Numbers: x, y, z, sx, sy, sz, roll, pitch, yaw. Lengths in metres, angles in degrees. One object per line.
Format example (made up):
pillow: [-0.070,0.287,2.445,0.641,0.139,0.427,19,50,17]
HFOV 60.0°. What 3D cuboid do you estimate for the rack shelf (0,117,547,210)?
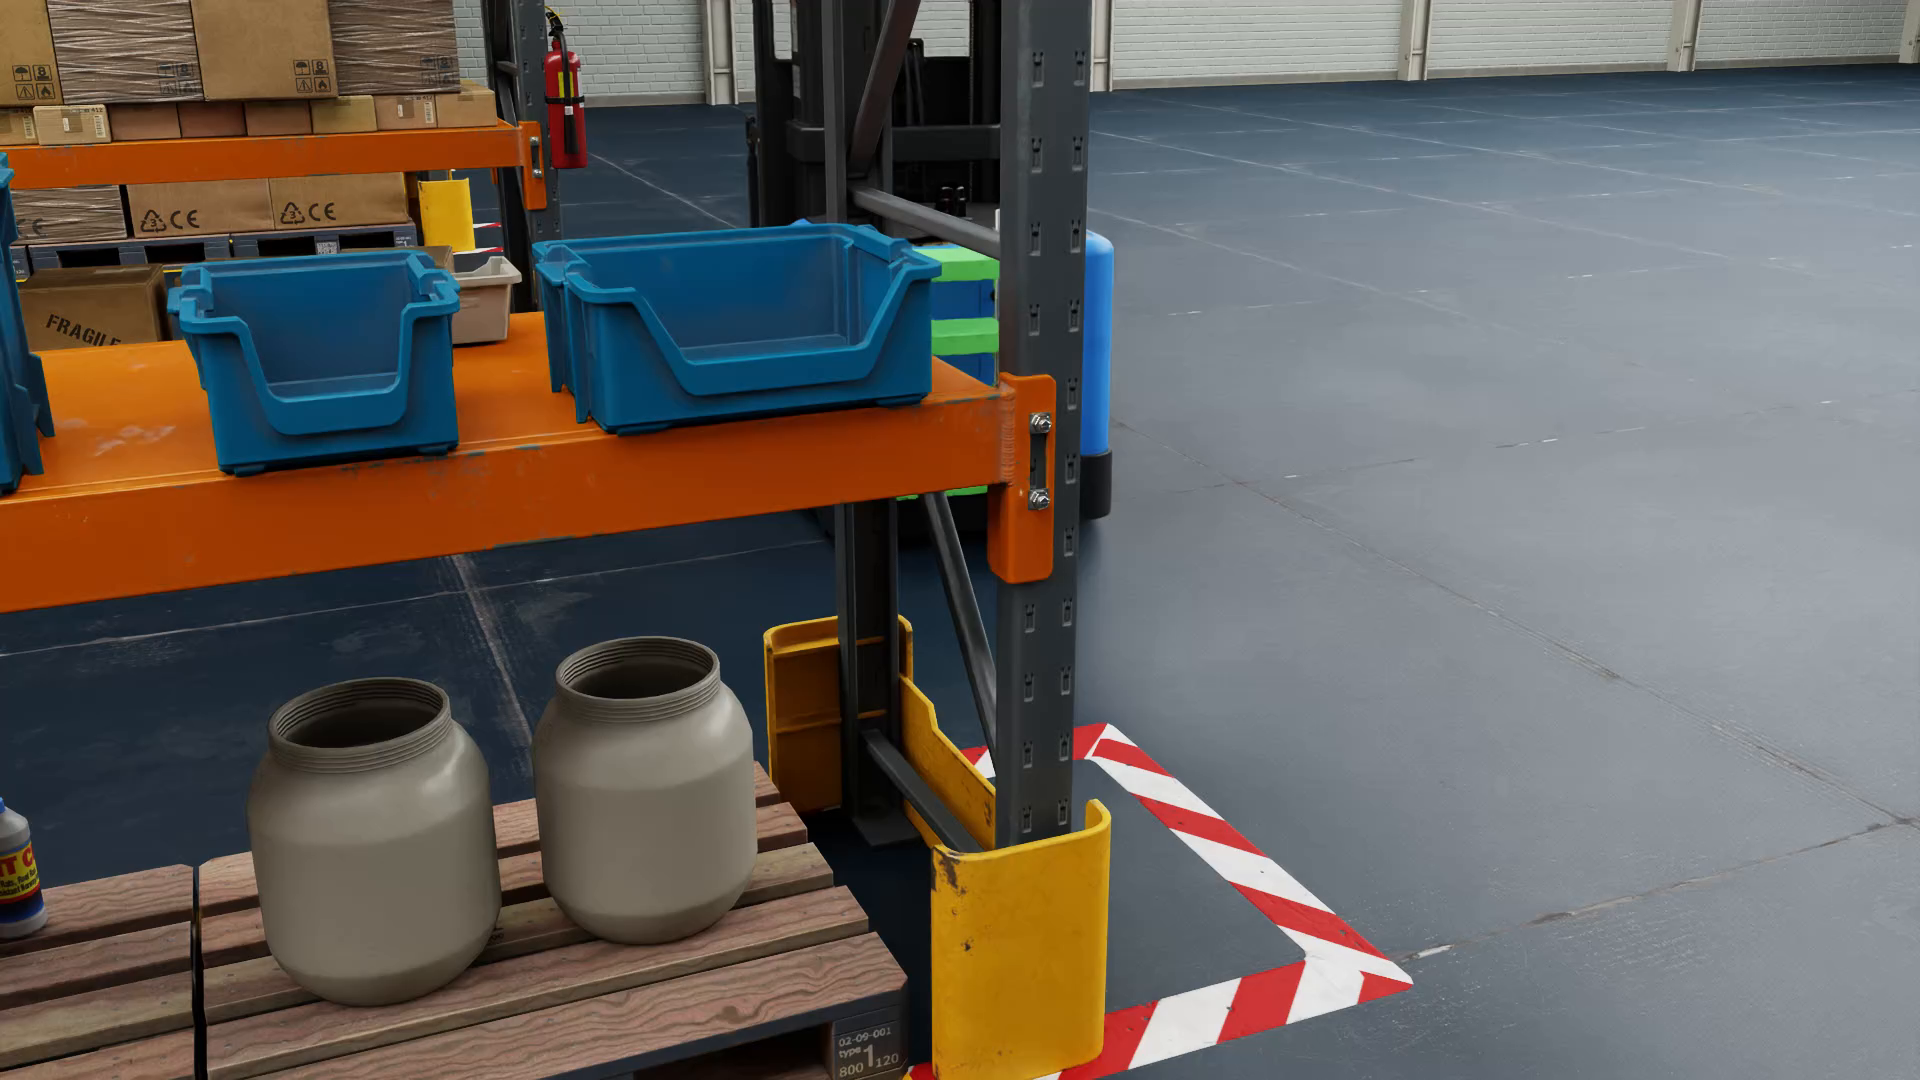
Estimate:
rack shelf: [-3.837,-1.510,6.877,4.000,0.370,1.077,-8,21,-22]

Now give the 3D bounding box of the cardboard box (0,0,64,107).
cardboard box: [-3.868,-2.019,6.640,0.500,0.500,0.875,-8,21,-22]

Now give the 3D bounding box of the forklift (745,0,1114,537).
forklift: [-0.331,-1.836,6.824,1.130,2.935,3.031,-5,20,-14]

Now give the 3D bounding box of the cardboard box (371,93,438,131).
cardboard box: [-2.411,-1.861,7.168,0.250,0.149,0.380,-8,21,-22]

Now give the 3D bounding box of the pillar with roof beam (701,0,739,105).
pillar with roof beam: [-1.678,-9.137,18.423,0.400,9.000,9.100,-8,21,-22]

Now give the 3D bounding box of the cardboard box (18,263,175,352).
cardboard box: [-3.699,-0.889,7.161,0.500,0.500,0.500,-6,20,-17]

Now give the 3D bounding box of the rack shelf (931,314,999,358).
rack shelf: [-0.079,-0.636,5.489,0.480,0.148,0.258,-5,20,-14]

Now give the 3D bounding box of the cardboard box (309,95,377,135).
cardboard box: [-2.620,-1.812,7.030,0.250,0.149,0.380,-8,21,-22]

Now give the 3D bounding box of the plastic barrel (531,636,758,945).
plastic barrel: [-0.613,0.483,3.246,0.421,0.512,0.421,0,19,0]

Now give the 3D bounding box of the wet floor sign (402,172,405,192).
wet floor sign: [-4.631,-3.135,13.955,0.232,0.644,0.267,-12,23,-31]

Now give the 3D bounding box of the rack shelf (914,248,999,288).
rack shelf: [-0.079,-0.862,5.409,0.480,0.148,0.258,-5,20,-14]

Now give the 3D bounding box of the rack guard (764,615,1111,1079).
rack guard: [-0.090,0.601,3.561,0.348,0.500,1.175,-8,21,-22]

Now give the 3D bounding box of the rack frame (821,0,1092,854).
rack frame: [-0.039,-0.602,3.215,0.127,3.000,1.000,-8,21,-22]

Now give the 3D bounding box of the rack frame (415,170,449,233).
rack frame: [-3.873,-3.638,11.838,0.127,3.000,1.000,-8,21,-22]

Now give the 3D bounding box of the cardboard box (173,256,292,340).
cardboard box: [-3.116,-0.965,7.378,0.500,0.500,0.500,-3,20,-8]

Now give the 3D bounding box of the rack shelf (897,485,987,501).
rack shelf: [-0.080,-0.184,5.651,0.480,0.148,0.258,-5,20,-14]

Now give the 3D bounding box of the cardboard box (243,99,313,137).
cardboard box: [-2.856,-1.784,6.950,0.250,0.149,0.380,-8,21,-22]

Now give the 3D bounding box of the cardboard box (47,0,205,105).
cardboard box: [-3.405,-2.081,6.817,0.500,0.500,0.875,-8,21,-22]

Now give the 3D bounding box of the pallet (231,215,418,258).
pallet: [-4.576,-2.194,11.935,1.213,0.211,1.003,-8,21,-22]

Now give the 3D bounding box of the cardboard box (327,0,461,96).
cardboard box: [-2.517,-2.236,7.257,0.500,0.500,0.875,-8,21,-22]

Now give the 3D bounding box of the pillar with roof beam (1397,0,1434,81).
pillar with roof beam: [9.341,-10.716,22.906,0.400,9.000,9.100,-8,21,-22]

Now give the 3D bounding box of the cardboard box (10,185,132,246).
cardboard box: [-6.114,-2.489,11.141,0.875,0.875,0.875,-8,21,-22]

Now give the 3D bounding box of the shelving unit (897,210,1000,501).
shelving unit: [-0.080,-0.470,5.548,0.503,1.200,0.258,-5,20,-14]

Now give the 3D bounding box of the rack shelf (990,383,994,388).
rack shelf: [-0.080,-0.410,5.570,0.480,0.148,0.258,-5,20,-14]

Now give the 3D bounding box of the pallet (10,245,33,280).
pallet: [-6.817,-1.873,11.023,1.213,0.211,1.003,-8,21,-22]

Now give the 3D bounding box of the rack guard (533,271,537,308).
rack guard: [-2.071,-0.923,7.892,0.348,0.500,1.175,-8,21,-22]

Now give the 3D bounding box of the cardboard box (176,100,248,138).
cardboard box: [-3.102,-1.764,6.893,0.250,0.149,0.380,-8,21,-22]

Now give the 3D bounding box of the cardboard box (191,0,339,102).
cardboard box: [-2.929,-2.133,6.966,0.500,0.500,0.875,-8,21,-22]

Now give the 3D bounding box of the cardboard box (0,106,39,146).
cardboard box: [-3.774,-1.652,6.577,0.250,0.149,0.380,-8,21,-22]

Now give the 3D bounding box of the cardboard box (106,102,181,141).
cardboard box: [-3.322,-1.724,6.780,0.250,0.149,0.380,-8,21,-22]

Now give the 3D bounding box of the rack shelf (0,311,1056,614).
rack shelf: [-1.876,0.000,2.587,4.000,0.370,1.077,-8,21,-22]

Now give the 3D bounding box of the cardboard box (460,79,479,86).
cardboard box: [-2.357,-2.029,7.646,0.250,0.149,0.380,-8,21,-22]

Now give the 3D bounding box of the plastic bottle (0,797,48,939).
plastic bottle: [-1.827,0.621,3.188,0.097,0.271,0.097,0,19,0]

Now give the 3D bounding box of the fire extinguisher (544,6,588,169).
fire extinguisher: [-1.713,-1.950,7.161,0.183,0.674,0.296,-8,21,-22]

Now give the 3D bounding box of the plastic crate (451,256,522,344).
plastic crate: [-0.988,-0.458,3.203,0.250,0.136,0.298,-8,21,-22]

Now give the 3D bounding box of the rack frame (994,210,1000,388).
rack frame: [0.156,-0.492,5.610,0.015,1.200,0.240,-5,20,-14]

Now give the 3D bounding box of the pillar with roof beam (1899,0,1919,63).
pillar with roof beam: [20.359,-12.294,27.389,0.400,9.000,9.100,-8,21,-22]

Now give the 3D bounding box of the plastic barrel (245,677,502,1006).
plastic barrel: [-1.073,0.549,3.059,0.421,0.512,0.421,0,19,0]

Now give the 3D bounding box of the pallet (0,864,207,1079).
pallet: [-1.957,1.002,2.858,1.213,0.211,1.003,-8,21,-22]

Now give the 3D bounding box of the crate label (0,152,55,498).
crate label: [-1.622,-0.294,2.287,0.616,0.435,0.502,-8,21,-22]

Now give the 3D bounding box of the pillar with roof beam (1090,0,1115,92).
pillar with roof beam: [3.831,-9.926,20.664,0.400,9.000,9.100,-8,21,-22]

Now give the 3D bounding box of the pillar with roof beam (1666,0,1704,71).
pillar with roof beam: [14.850,-11.505,25.148,0.400,9.000,9.100,-8,21,-22]

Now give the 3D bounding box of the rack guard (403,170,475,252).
rack guard: [-3.851,-2.462,12.262,0.348,0.500,1.175,-8,21,-22]

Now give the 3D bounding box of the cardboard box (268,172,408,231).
cardboard box: [-4.469,-2.725,11.811,0.875,0.875,0.875,-8,21,-22]

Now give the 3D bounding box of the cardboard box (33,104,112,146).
cardboard box: [-3.517,-1.664,6.610,0.250,0.149,0.380,-8,21,-22]

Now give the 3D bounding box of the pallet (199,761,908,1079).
pallet: [-0.838,0.843,3.310,1.213,0.211,1.003,-8,21,-22]

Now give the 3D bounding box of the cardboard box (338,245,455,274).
cardboard box: [-2.581,-1.054,7.631,0.500,0.500,0.500,-4,20,-12]

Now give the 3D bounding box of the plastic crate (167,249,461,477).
plastic crate: [-0.979,-0.291,2.556,0.408,0.251,0.499,-8,21,-22]

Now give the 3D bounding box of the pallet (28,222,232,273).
pallet: [-5.695,-2.035,11.483,1.213,0.211,1.003,-8,21,-22]

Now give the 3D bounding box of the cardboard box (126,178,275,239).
cardboard box: [-5.276,-2.608,11.480,0.875,0.875,0.875,-9,21,-23]

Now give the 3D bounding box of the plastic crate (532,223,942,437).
plastic crate: [-0.380,-0.375,2.794,0.616,0.251,0.499,-8,21,-22]

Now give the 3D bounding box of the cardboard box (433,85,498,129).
cardboard box: [-2.181,-1.893,7.261,0.250,0.149,0.380,-8,21,-22]

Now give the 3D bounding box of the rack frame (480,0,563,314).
rack frame: [-2.001,-2.112,7.505,0.127,3.000,1.000,-8,21,-22]
